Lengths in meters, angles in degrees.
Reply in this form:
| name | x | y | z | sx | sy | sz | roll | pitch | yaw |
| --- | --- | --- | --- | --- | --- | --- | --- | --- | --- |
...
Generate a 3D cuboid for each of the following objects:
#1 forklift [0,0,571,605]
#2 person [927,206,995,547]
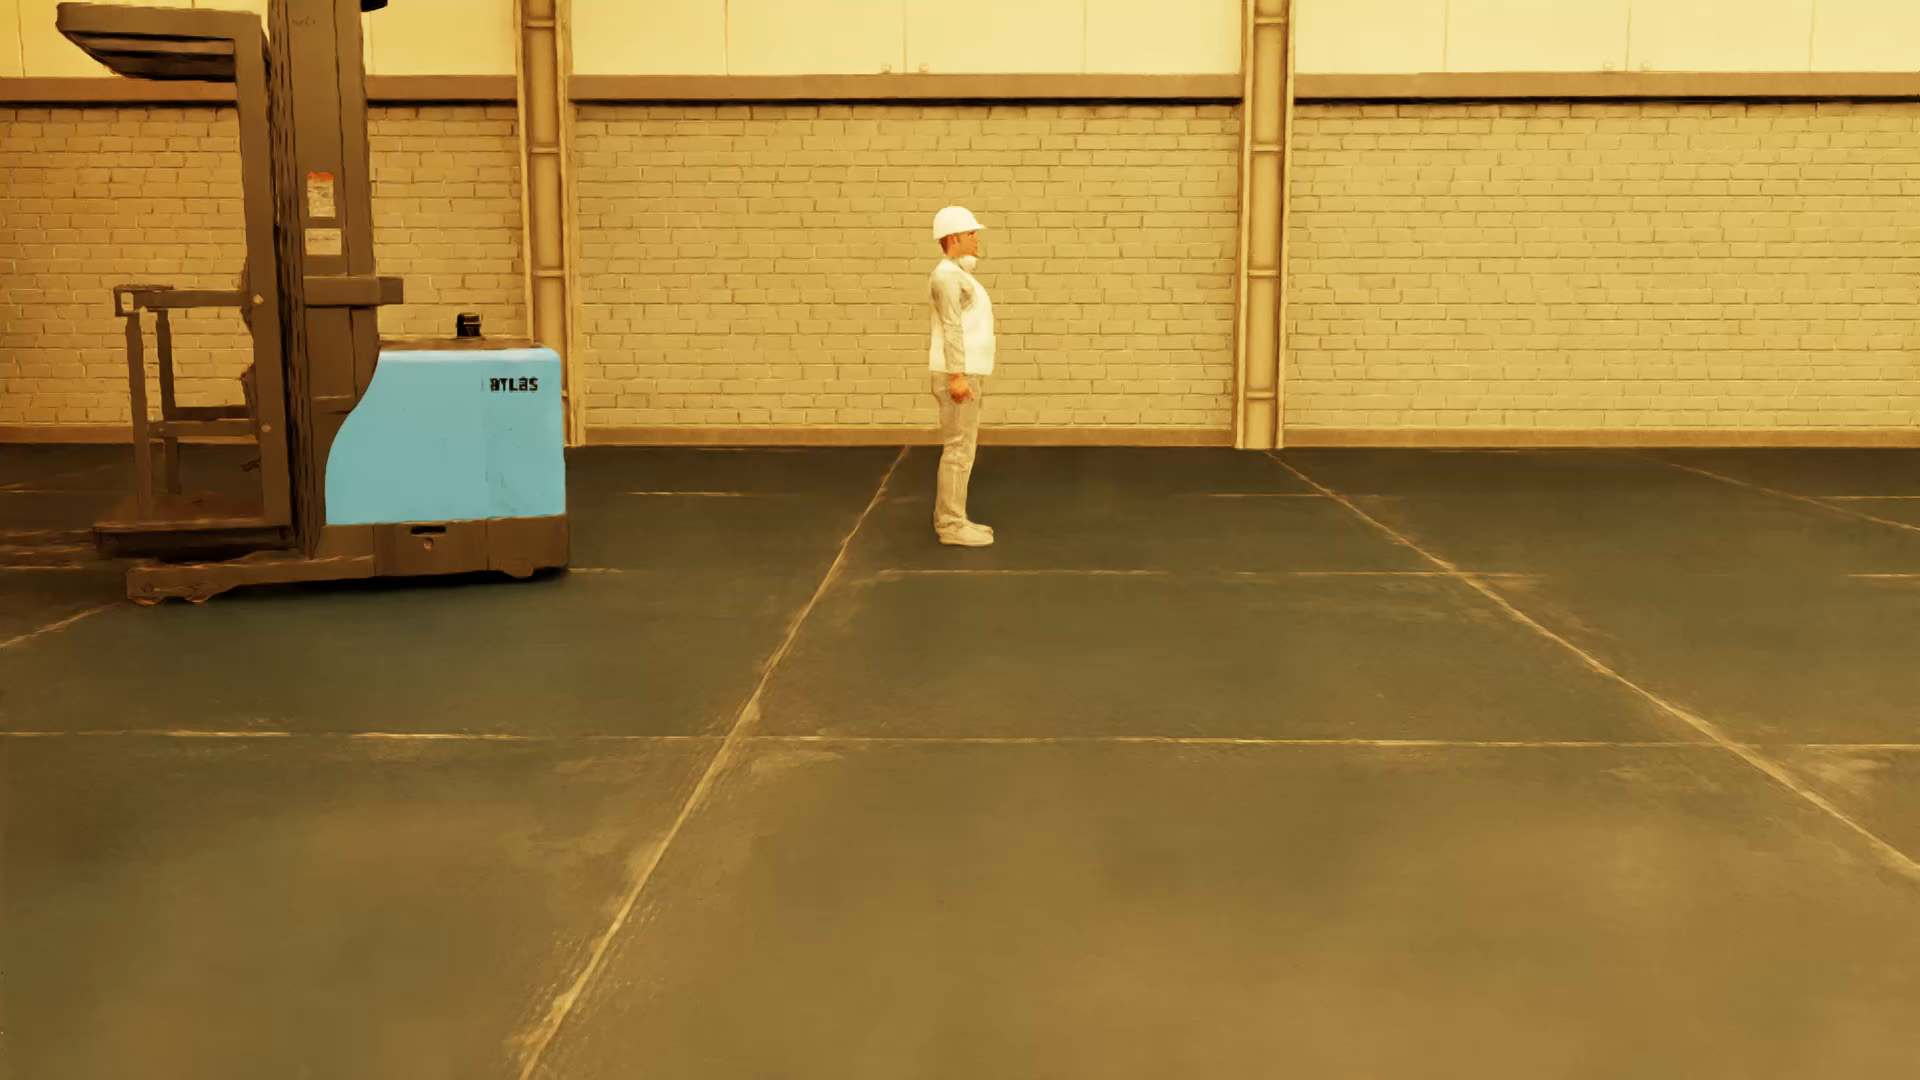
| name | x | y | z | sx | sy | sz | roll | pitch | yaw |
| --- | --- | --- | --- | --- | --- | --- | --- | --- | --- |
| forklift | -3.403 | -1.259 | 7.534 | 3.031 | 2.935 | 1.130 | -3 | 9 | -19 |
| person | 0.007 | -0.877 | 8.871 | 0.356 | 1.776 | 0.529 | 0 | 9 | 1 |
